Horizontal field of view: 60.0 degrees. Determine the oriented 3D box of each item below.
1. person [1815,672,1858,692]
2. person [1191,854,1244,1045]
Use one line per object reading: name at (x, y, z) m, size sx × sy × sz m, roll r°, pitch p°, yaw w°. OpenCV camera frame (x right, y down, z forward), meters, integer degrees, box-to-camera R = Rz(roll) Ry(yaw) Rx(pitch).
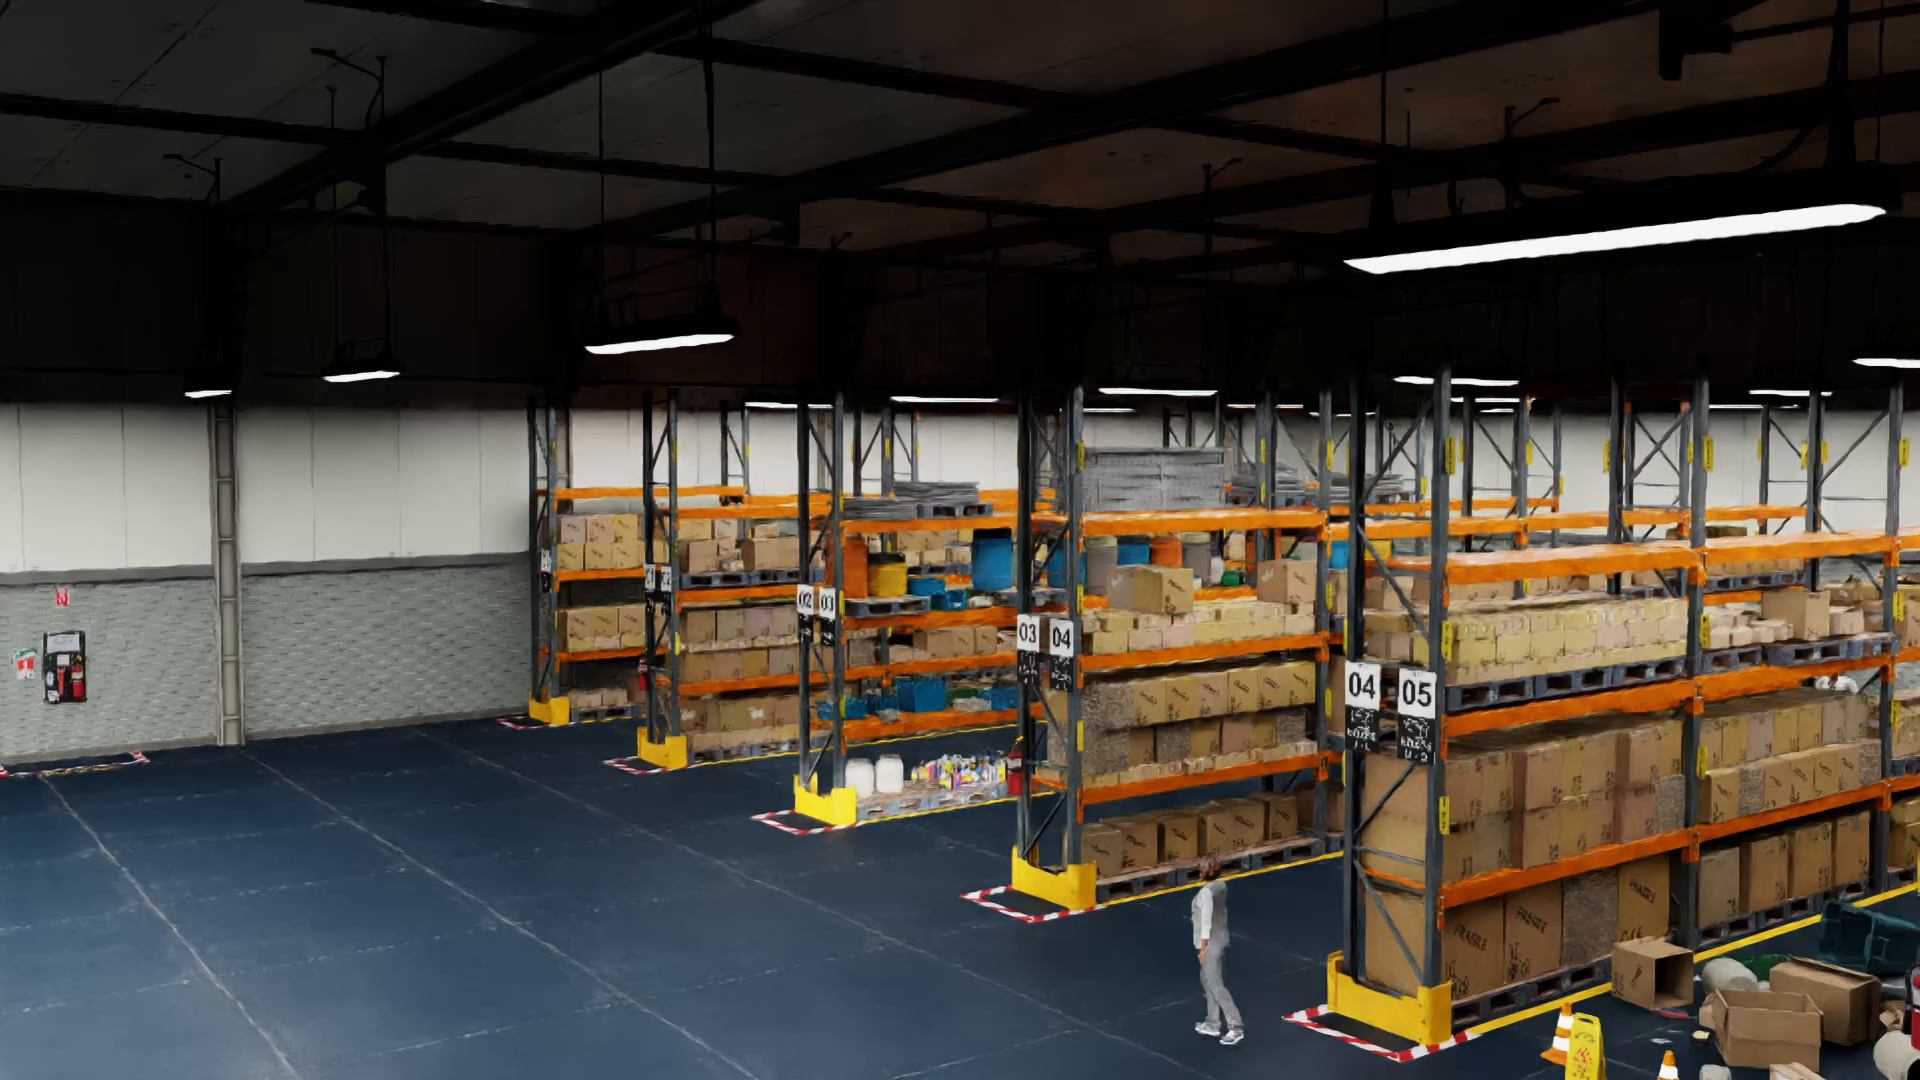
person at (13.766, 2.760, 26.128) m, size 0.546 × 1.732 × 0.729 m, roll -3°, pitch 4°, yaw -37°
person at (2.244, 3.524, 14.402) m, size 0.491 × 1.585 × 0.516 m, roll 2°, pitch 4°, yaw 27°
